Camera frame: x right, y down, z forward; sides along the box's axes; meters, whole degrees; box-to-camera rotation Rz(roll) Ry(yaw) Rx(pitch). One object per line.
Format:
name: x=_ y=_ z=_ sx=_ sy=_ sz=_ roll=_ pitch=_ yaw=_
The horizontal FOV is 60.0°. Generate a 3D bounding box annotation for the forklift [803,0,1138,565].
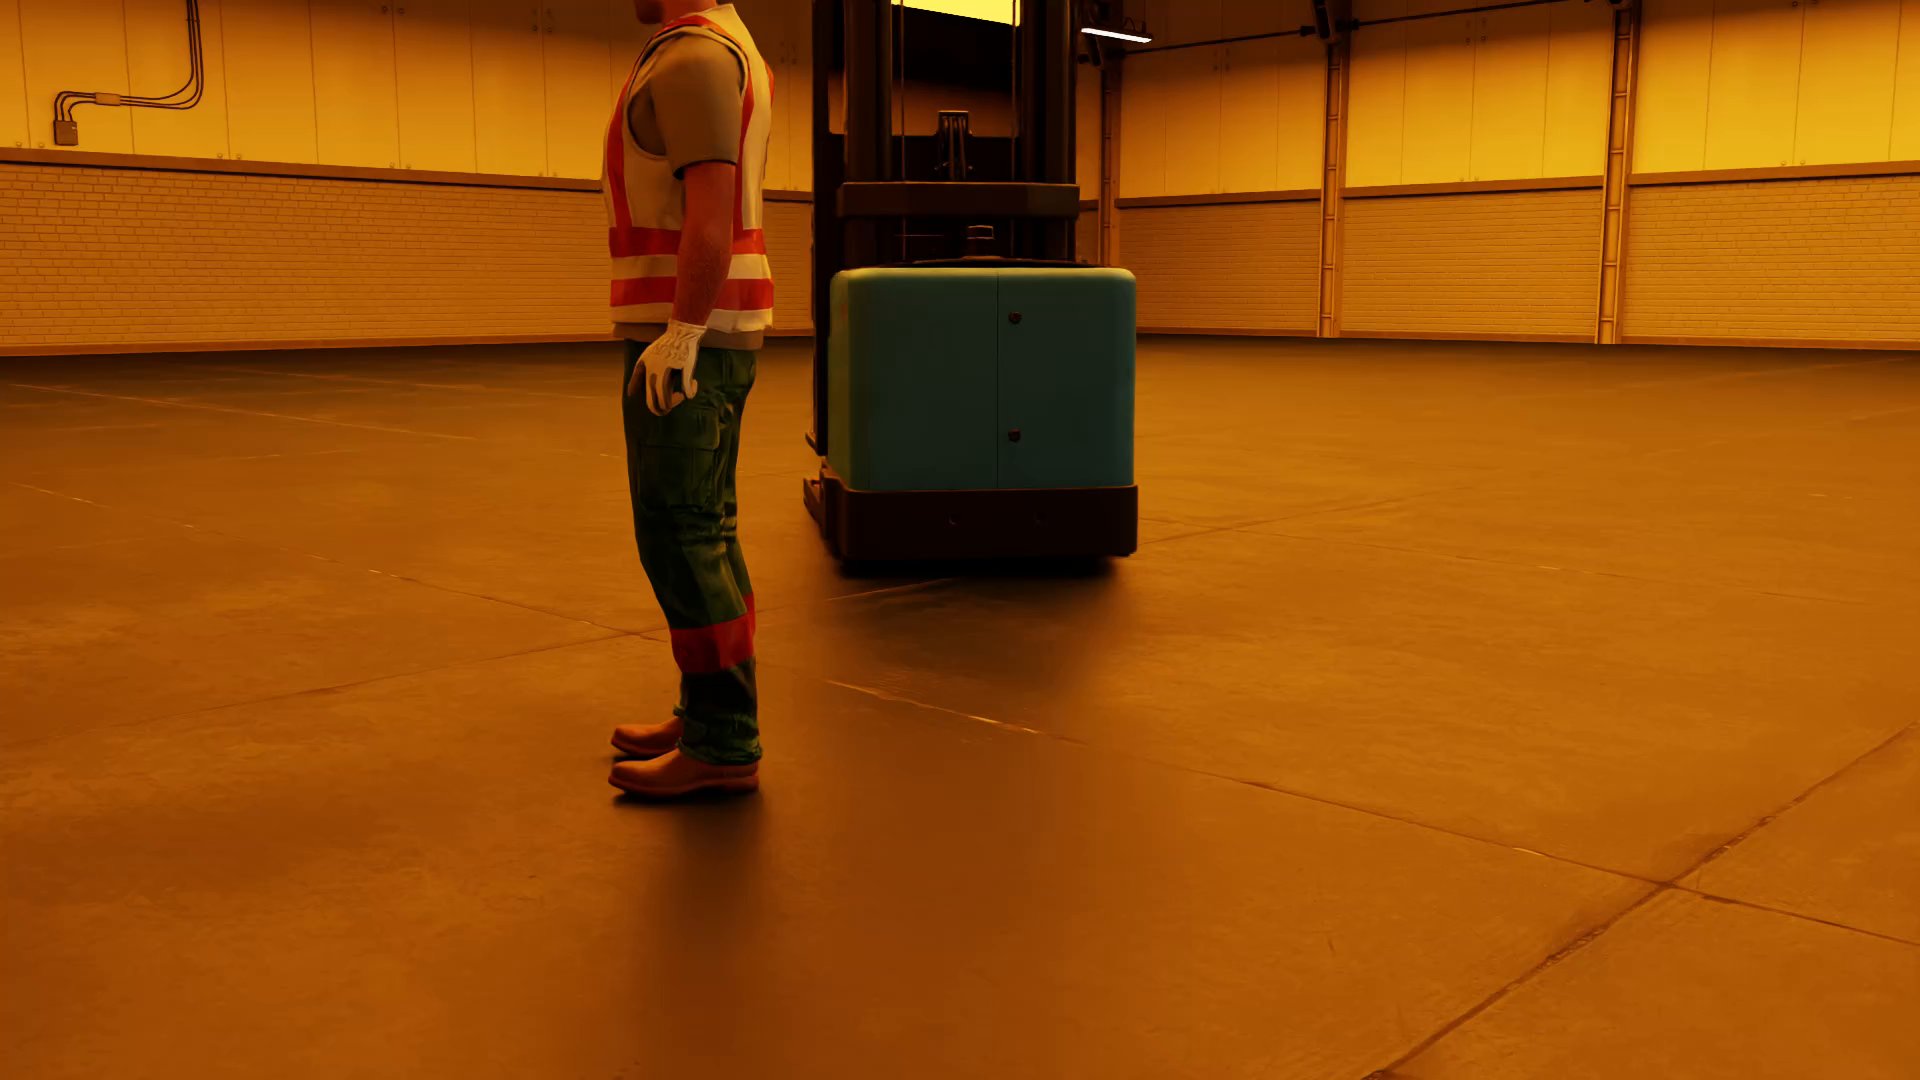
forklift: x=-0.104 y=-1.539 z=7.096 sx=1.130 sy=2.935 sz=3.031 roll=-1 pitch=9 yaw=-9

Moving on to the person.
person: x=-0.567 y=-0.394 z=3.334 sx=0.383 sy=1.794 sz=0.626 roll=0 pitch=9 yaw=0
